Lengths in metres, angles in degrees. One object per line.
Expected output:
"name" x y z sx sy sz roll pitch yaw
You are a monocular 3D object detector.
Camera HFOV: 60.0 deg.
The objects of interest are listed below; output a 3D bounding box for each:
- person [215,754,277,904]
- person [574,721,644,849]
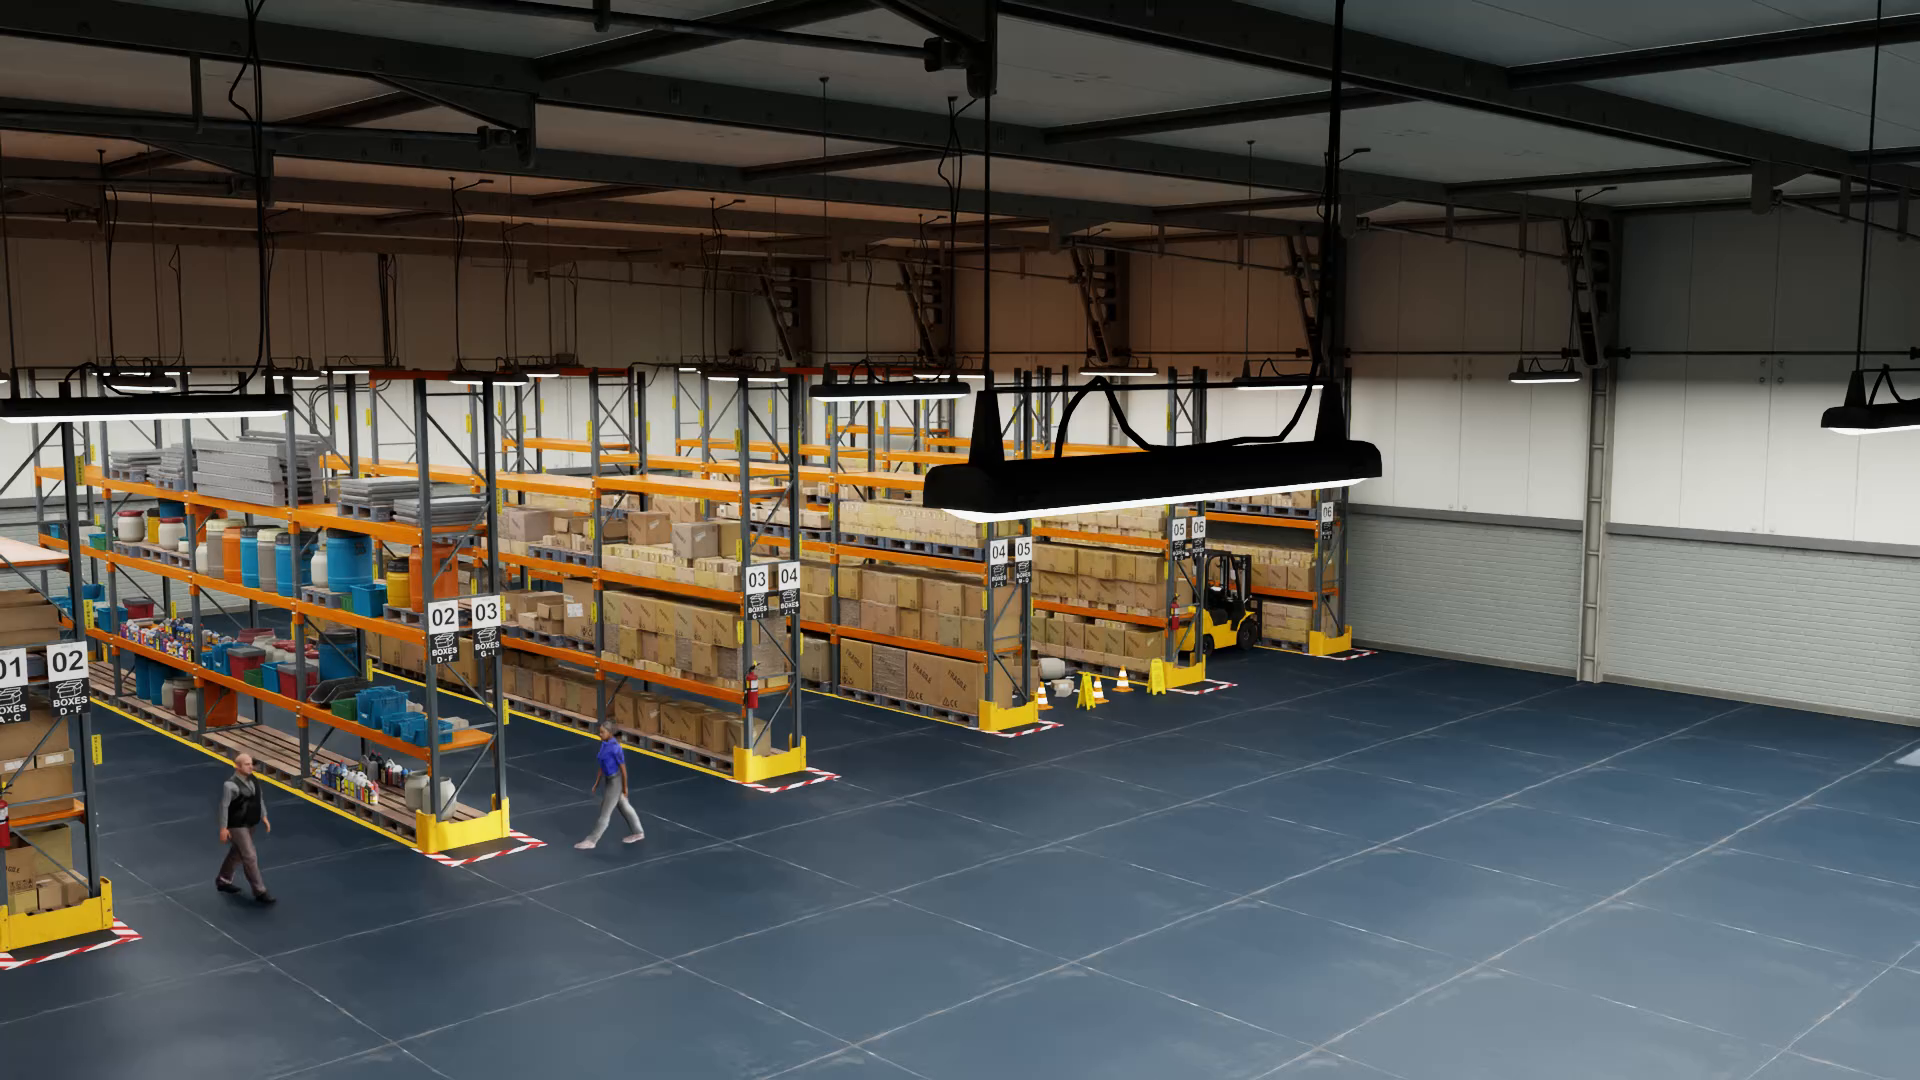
"person" -8.264 3.302 19.257 0.942 1.673 0.562 1 7 9
"person" -4.508 3.118 21.224 0.975 1.608 0.484 -3 7 -26
